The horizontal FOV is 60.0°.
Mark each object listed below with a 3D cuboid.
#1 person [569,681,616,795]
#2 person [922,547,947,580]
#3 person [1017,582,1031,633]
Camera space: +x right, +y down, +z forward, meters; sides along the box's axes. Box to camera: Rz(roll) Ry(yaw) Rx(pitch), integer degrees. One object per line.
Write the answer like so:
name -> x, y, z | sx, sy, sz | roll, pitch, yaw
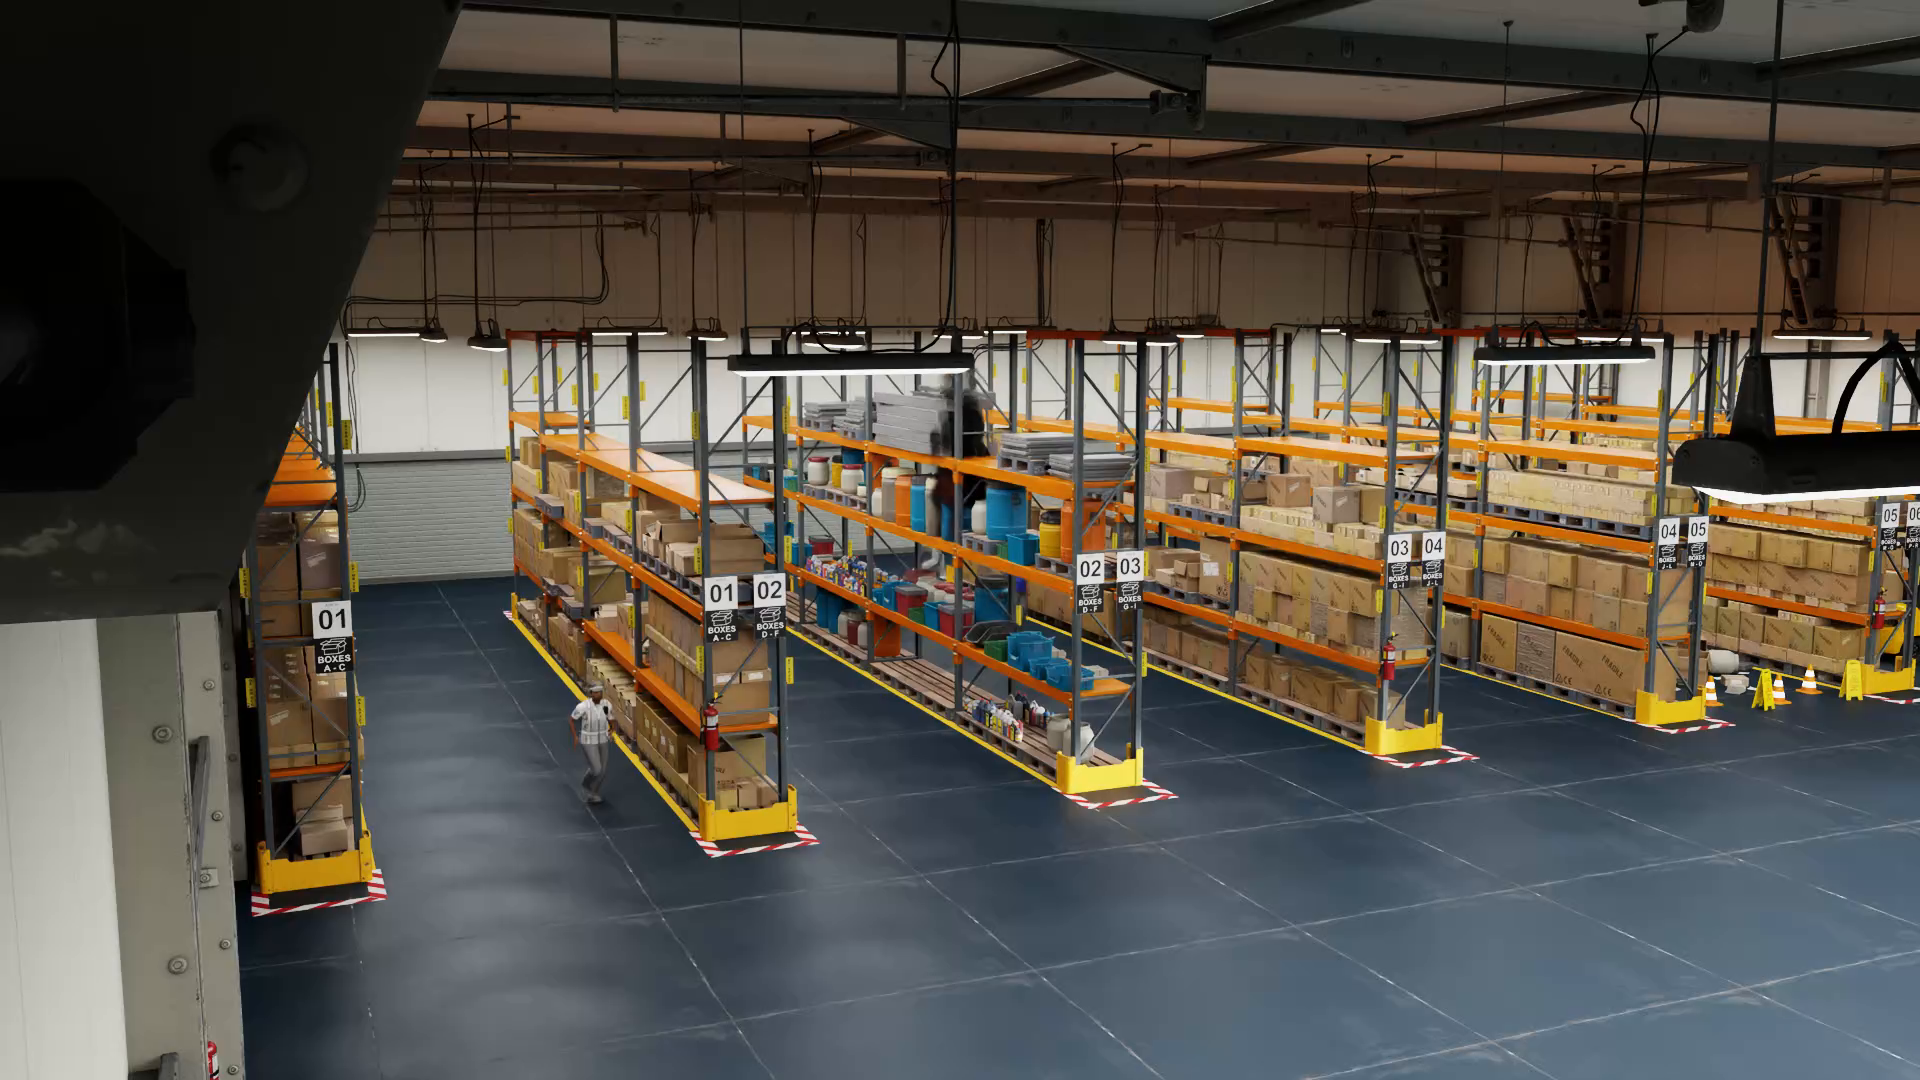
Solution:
person -> -4.681, 2.576, 21.400 | 0.557, 1.578, 0.650 | -6, 10, -35
person -> -0.631, 0.142, 39.536 | 0.911, 1.669, 0.578 | -2, 8, -16
person -> 1.106, 1.127, 32.451 | 0.563, 1.609, 0.589 | -4, 9, -27
